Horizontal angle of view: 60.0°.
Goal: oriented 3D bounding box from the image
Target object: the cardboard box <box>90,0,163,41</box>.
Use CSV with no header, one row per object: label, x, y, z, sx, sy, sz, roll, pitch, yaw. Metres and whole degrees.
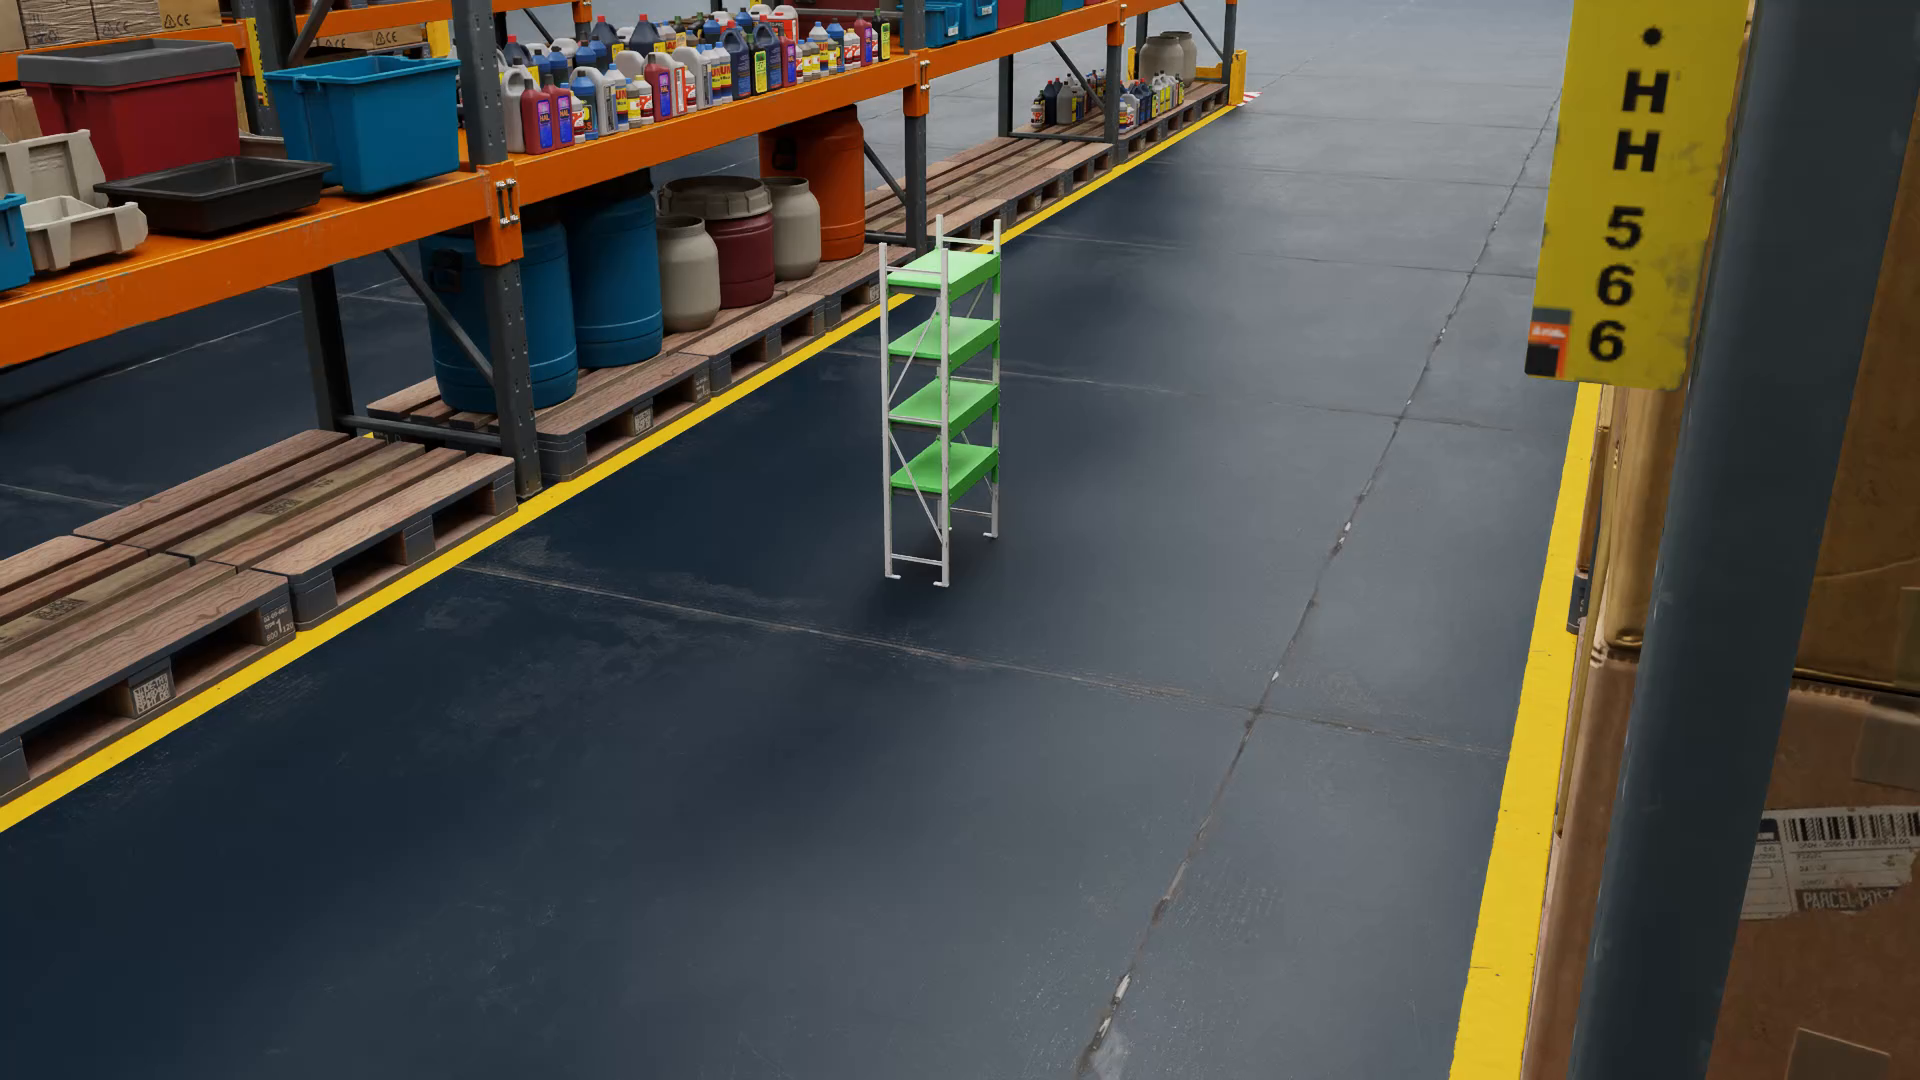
cardboard box,-5.428,-3.428,10.435,0.500,0.500,0.500,9,24,20

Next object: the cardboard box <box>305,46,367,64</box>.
cardboard box,-4.876,-3.602,12.682,0.500,0.250,0.500,12,25,26

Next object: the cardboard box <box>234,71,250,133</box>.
cardboard box,-5.560,-2.741,11.132,1.225,0.875,0.875,8,24,18

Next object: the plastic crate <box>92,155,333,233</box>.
plastic crate,-2.338,-1.093,5.253,0.437,0.125,0.590,9,24,20

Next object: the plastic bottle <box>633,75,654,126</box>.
plastic bottle,-1.369,-1.889,7.137,0.097,0.201,0.097,0,23,0

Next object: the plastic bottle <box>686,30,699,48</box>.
plastic bottle,-1.437,-2.611,8.867,0.097,0.201,0.097,0,23,0

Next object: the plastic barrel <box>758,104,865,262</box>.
plastic barrel,-0.852,-2.077,9.602,0.600,0.830,0.708,9,24,20

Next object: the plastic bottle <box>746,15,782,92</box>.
plastic bottle,-0.962,-2.374,8.105,0.144,0.351,0.185,9,24,20

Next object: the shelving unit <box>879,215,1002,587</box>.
shelving unit,-0.062,-0.494,5.877,0.258,1.200,0.503,9,24,20

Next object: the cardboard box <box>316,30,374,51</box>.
cardboard box,-7.396,-6.027,18.998,0.875,0.875,0.875,8,24,19

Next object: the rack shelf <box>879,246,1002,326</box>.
rack shelf,-0.062,-0.878,5.717,0.258,0.148,0.480,9,24,20

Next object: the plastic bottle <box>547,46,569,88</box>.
plastic bottle,-1.830,-2.107,7.570,0.097,0.271,0.097,0,23,0

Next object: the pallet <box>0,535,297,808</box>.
pallet,-2.860,0.363,5.108,1.003,0.211,1.213,9,24,20

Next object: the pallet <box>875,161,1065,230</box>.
pallet,0.093,-2.482,11.919,1.003,0.211,1.213,9,24,20

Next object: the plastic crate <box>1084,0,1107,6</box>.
plastic crate,0.904,-4.306,12.584,0.402,0.464,0.583,9,24,20

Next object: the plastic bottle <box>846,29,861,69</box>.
plastic bottle,-0.586,-2.644,8.945,0.097,0.201,0.097,0,23,0

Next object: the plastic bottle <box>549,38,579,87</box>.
plastic bottle,-1.866,-2.203,7.794,0.152,0.276,0.135,9,24,20

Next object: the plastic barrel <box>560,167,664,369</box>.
plastic barrel,-1.691,-1.302,7.653,0.600,0.901,0.708,9,24,20

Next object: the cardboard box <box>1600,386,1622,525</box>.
cardboard box,1.421,-0.279,2.896,0.500,0.500,0.500,8,24,19

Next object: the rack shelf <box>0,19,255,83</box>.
rack shelf,-6.027,-2.724,9.812,1.077,0.370,4.000,9,24,20

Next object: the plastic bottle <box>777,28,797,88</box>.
plastic bottle,-0.865,-2.394,8.240,0.061,0.283,0.133,9,24,20

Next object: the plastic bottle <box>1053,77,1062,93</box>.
plastic bottle,0.843,-3.815,14.357,0.144,0.351,0.185,8,24,17

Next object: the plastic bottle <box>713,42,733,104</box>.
plastic bottle,-1.111,-2.169,7.719,0.097,0.271,0.097,0,23,0

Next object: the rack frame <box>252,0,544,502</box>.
rack frame,-2.172,-1.631,6.263,1.000,3.000,0.127,9,24,20

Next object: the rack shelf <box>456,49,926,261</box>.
rack shelf,-1.429,-2.015,8.115,1.077,0.370,4.000,9,24,20

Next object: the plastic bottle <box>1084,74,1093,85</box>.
plastic bottle,1.158,-4.107,15.159,0.097,0.271,0.097,0,23,0

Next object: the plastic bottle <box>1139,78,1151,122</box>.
plastic bottle,1.555,-3.771,14.253,0.144,0.351,0.185,8,24,18

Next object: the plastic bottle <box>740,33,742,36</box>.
plastic bottle,-1.039,-2.288,7.988,0.061,0.283,0.133,9,24,20

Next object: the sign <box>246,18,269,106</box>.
sign,-2.682,-1.838,6.400,0.100,0.325,0.005,9,24,20

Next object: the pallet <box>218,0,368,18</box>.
pallet,-5.119,-3.953,12.071,1.213,0.211,1.003,9,24,20

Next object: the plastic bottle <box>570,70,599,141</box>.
plastic bottle,-1.528,-1.768,6.758,0.097,0.271,0.097,0,23,0

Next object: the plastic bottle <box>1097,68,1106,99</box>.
plastic bottle,1.323,-4.265,15.538,0.097,0.271,0.097,0,23,0

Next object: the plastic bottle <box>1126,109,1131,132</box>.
plastic bottle,1.363,-3.493,13.781,0.097,0.201,0.097,0,23,0

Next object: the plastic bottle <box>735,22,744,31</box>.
plastic bottle,-1.251,-2.790,9.295,0.097,0.201,0.097,0,23,0

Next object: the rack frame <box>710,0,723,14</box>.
rack frame,-2.313,-6.634,18.241,1.000,3.000,0.127,9,24,20

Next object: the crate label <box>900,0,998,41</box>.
crate label,-0.066,-3.395,10.441,0.502,0.435,0.616,9,24,20

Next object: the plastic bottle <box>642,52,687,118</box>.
plastic bottle,-1.302,-2.016,7.346,0.152,0.276,0.135,9,24,20

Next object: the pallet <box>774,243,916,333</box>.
pallet,-0.940,-1.488,9.537,1.003,0.211,1.213,9,24,20

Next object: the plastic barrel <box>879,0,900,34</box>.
plastic barrel,-0.502,-3.513,10.623,0.421,0.512,0.421,0,23,0

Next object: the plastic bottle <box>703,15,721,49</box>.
plastic bottle,-1.331,-2.683,8.947,0.097,0.271,0.097,0,23,0

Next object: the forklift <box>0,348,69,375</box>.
forklift,-4.918,-1.695,6.506,1.130,2.935,3.031,6,23,14

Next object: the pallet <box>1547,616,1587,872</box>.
pallet,2.170,0.612,4.511,1.003,0.211,1.213,9,24,20

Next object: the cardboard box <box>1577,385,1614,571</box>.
cardboard box,2.343,-0.188,5.480,0.500,0.500,0.500,9,24,20

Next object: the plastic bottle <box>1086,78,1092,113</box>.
plastic bottle,1.126,-3.942,14.749,0.061,0.283,0.133,9,24,20

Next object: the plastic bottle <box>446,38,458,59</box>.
plastic bottle,-2.134,-1.984,7.172,0.144,0.351,0.185,9,24,20

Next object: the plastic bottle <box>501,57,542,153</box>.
plastic bottle,-1.725,-1.702,6.497,0.144,0.351,0.185,9,24,20

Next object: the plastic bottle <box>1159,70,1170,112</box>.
plastic bottle,1.782,-3.990,14.777,0.144,0.351,0.185,10,25,22

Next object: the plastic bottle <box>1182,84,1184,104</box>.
plastic bottle,2.011,-4.117,15.274,0.097,0.201,0.097,0,23,0

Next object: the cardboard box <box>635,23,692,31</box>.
cardboard box,-3.001,-5.013,17.059,0.500,0.500,0.500,11,25,25
